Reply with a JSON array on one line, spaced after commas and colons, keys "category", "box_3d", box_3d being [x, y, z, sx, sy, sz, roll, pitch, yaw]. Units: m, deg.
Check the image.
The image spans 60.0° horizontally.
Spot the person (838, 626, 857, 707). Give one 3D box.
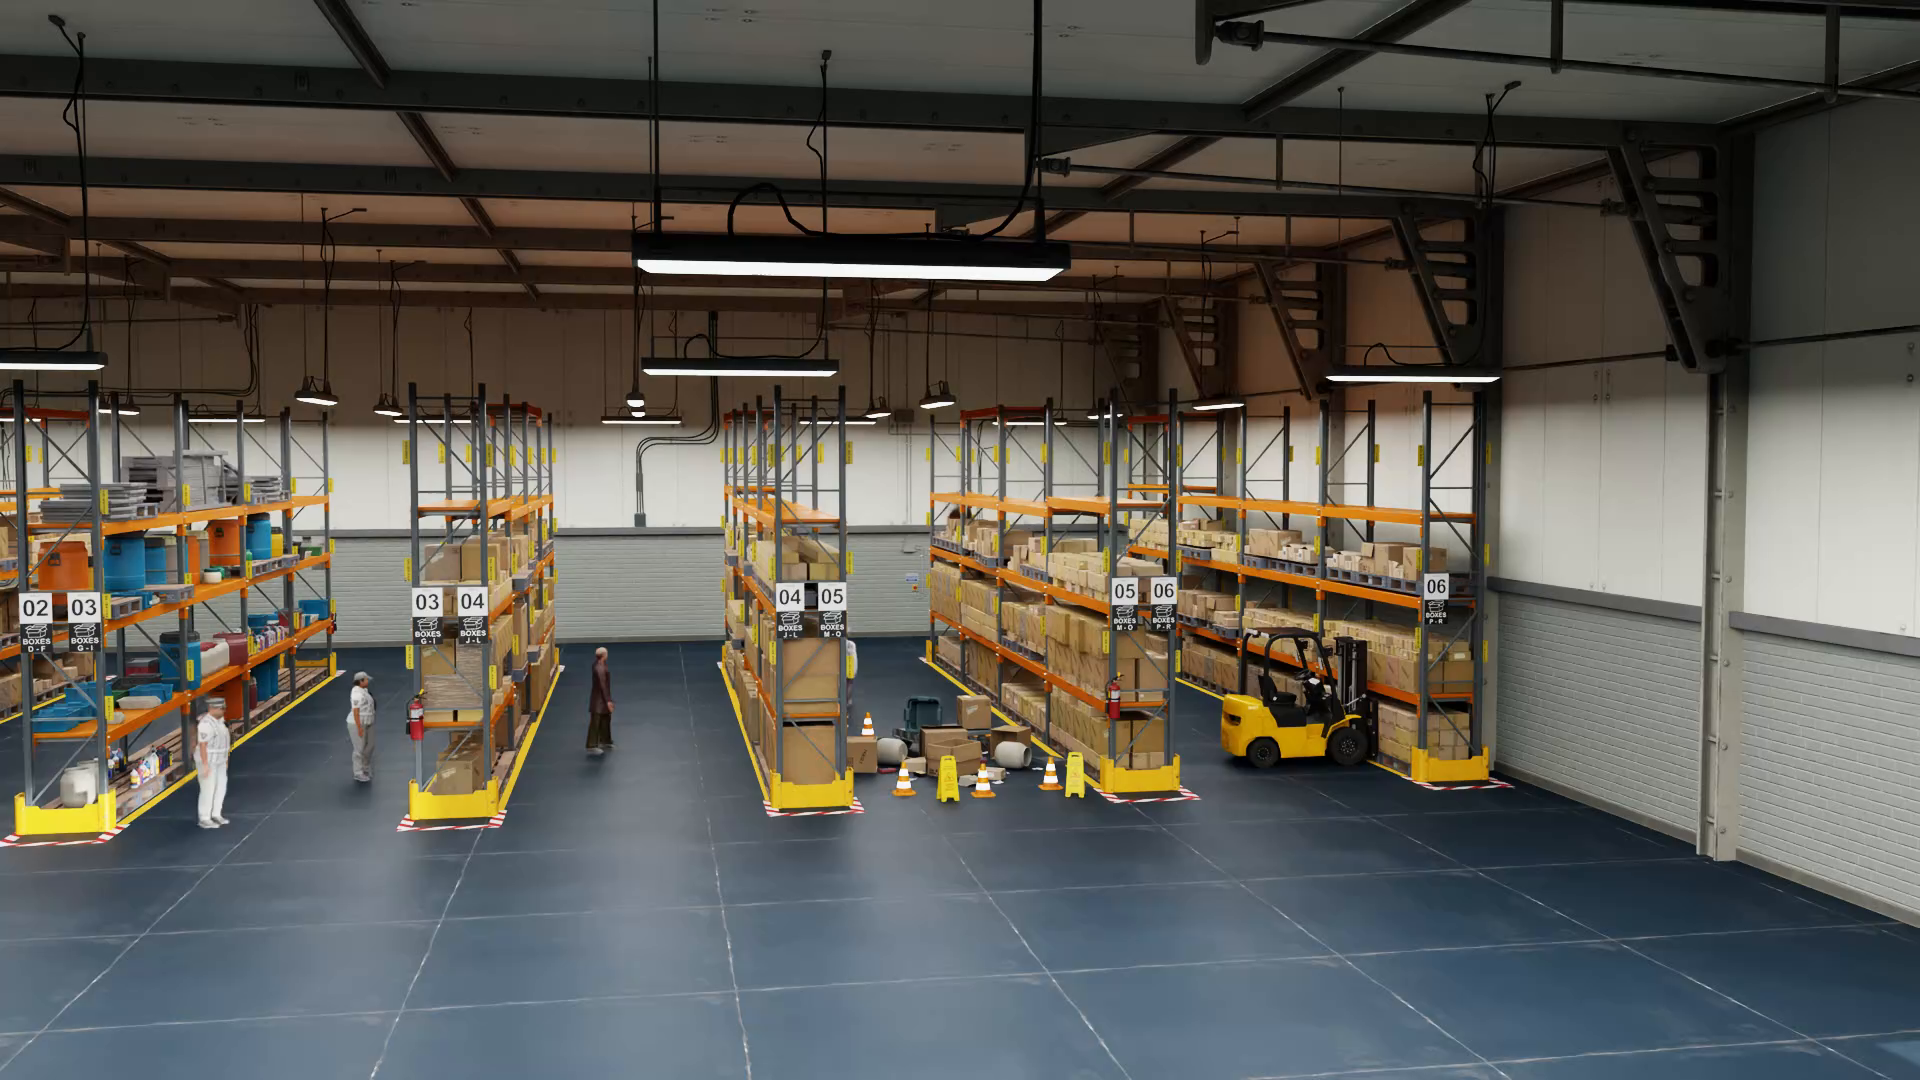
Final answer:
[{"category": "person", "box_3d": [-2.283, 2.513, 32.859, 0.482, 1.642, 1.010, 0, 3, -9]}]

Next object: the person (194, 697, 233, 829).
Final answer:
[{"category": "person", "box_3d": [-10.101, 2.998, 22.460, 0.433, 1.758, 0.576, 0, 3, 7]}]

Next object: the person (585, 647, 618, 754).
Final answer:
[{"category": "person", "box_3d": [-6.043, 2.712, 28.019, 0.528, 1.832, 0.691, 0, 3, -7]}]

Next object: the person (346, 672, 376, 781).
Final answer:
[{"category": "person", "box_3d": [-9.279, 2.912, 25.764, 0.398, 1.750, 0.558, 0, 3, 3]}]
